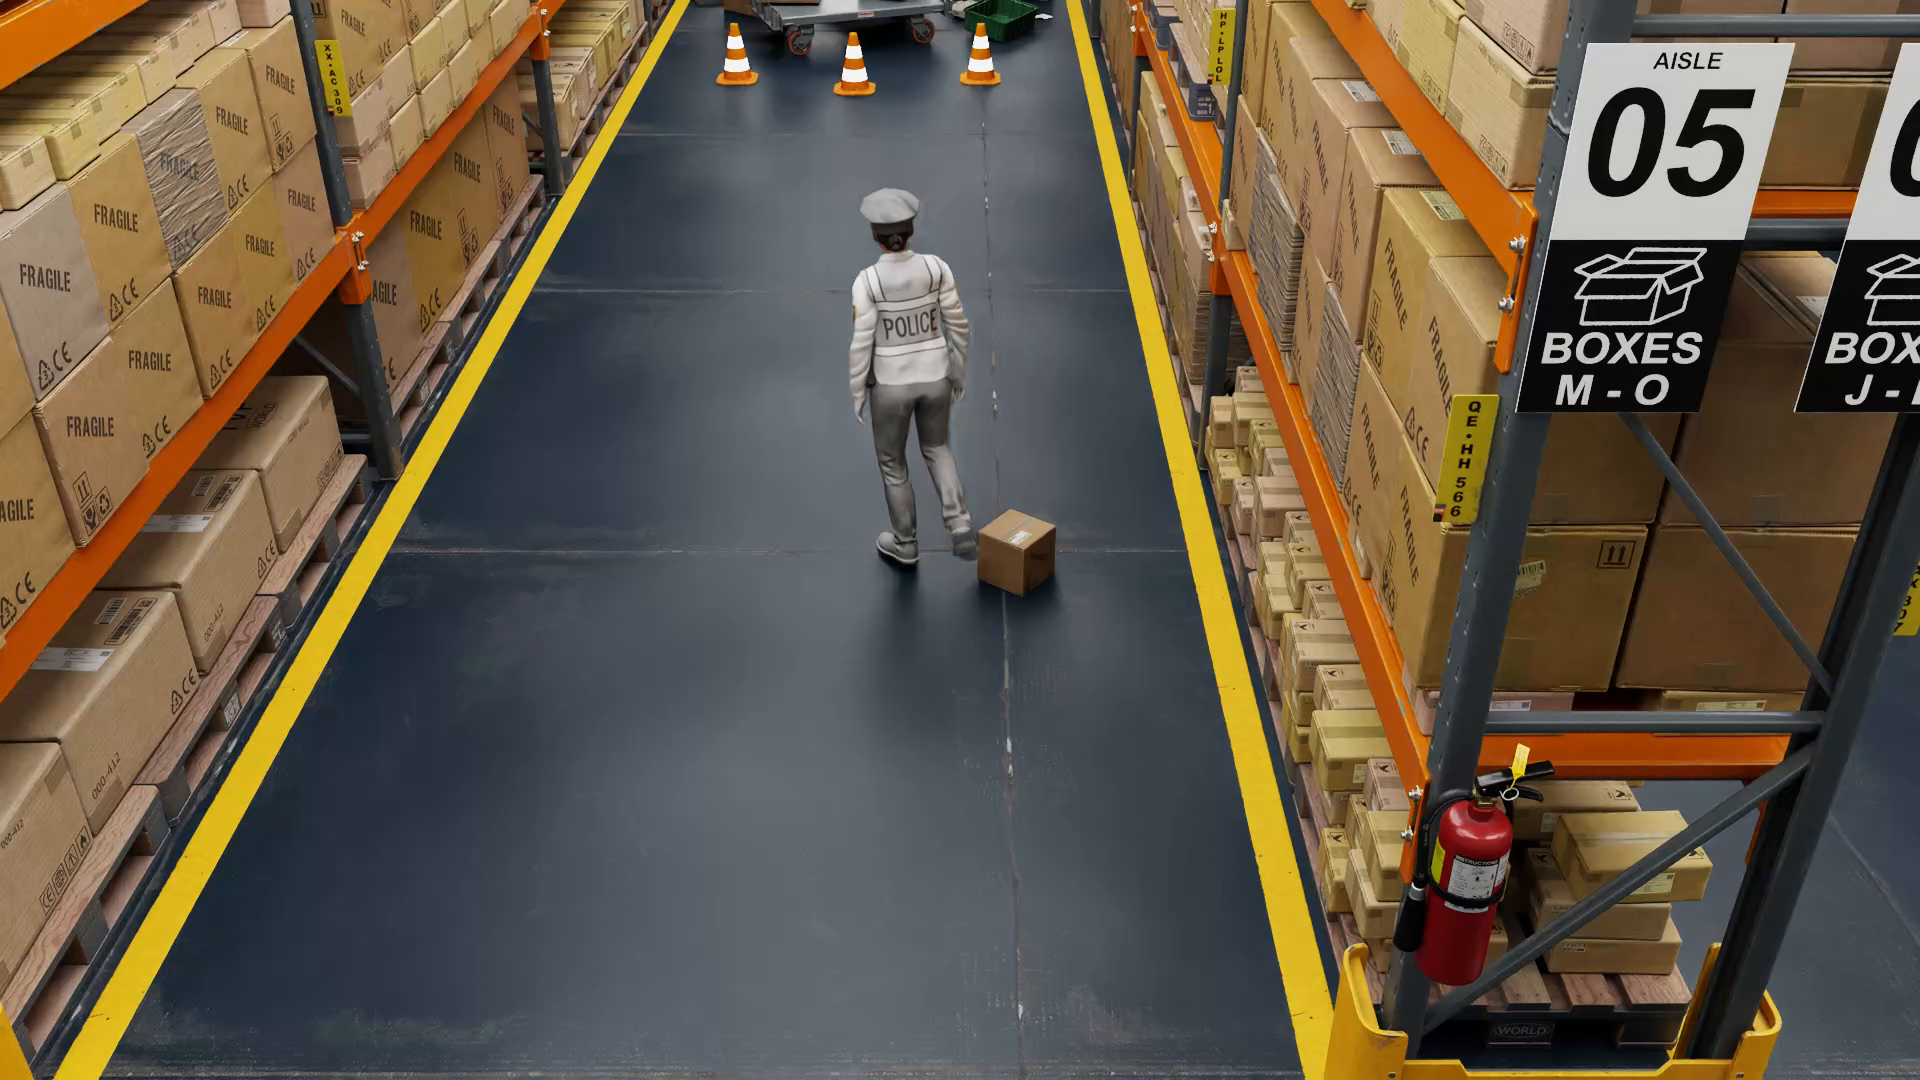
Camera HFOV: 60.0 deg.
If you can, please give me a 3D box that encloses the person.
[{"bbox_3d":[-0.186,-0.625,7.117,0.535,1.661,0.592,-13,34,-20],"label":"person"}]
